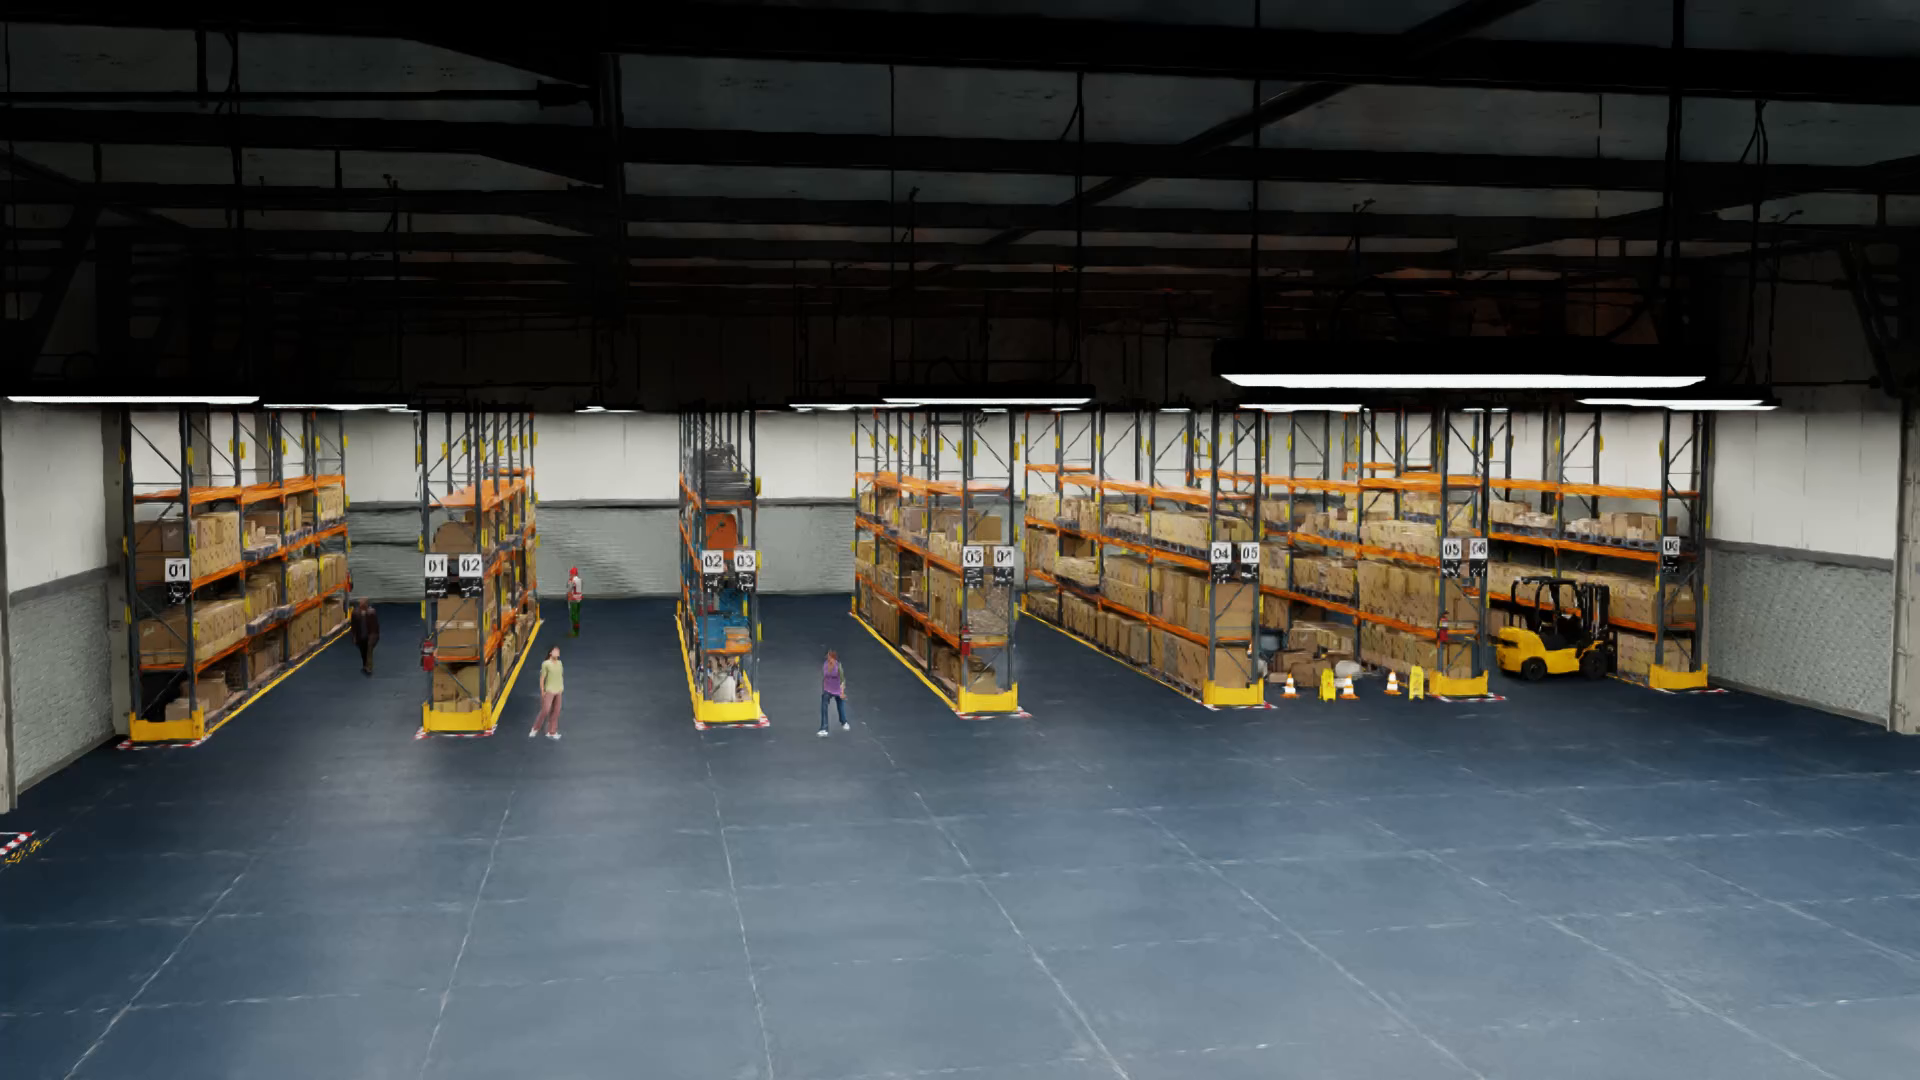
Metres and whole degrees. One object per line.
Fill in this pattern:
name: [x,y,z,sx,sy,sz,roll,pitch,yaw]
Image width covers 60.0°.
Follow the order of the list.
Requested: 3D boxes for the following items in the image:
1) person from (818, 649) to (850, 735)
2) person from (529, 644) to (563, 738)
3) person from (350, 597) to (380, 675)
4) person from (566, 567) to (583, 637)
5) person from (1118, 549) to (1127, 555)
person: [-2.264,2.701,29.811,0.450,1.533,0.883,1,4,12]
person: [-7.295,2.675,29.335,0.474,1.660,0.625,4,6,39]
person: [-13.137,2.089,36.674,0.598,1.698,1.178,-1,4,-8]
person: [-9.976,1.586,42.809,0.489,1.787,0.608,2,5,19]
person: [4.827,1.153,49.003,0.618,1.767,0.788,-1,4,-16]
